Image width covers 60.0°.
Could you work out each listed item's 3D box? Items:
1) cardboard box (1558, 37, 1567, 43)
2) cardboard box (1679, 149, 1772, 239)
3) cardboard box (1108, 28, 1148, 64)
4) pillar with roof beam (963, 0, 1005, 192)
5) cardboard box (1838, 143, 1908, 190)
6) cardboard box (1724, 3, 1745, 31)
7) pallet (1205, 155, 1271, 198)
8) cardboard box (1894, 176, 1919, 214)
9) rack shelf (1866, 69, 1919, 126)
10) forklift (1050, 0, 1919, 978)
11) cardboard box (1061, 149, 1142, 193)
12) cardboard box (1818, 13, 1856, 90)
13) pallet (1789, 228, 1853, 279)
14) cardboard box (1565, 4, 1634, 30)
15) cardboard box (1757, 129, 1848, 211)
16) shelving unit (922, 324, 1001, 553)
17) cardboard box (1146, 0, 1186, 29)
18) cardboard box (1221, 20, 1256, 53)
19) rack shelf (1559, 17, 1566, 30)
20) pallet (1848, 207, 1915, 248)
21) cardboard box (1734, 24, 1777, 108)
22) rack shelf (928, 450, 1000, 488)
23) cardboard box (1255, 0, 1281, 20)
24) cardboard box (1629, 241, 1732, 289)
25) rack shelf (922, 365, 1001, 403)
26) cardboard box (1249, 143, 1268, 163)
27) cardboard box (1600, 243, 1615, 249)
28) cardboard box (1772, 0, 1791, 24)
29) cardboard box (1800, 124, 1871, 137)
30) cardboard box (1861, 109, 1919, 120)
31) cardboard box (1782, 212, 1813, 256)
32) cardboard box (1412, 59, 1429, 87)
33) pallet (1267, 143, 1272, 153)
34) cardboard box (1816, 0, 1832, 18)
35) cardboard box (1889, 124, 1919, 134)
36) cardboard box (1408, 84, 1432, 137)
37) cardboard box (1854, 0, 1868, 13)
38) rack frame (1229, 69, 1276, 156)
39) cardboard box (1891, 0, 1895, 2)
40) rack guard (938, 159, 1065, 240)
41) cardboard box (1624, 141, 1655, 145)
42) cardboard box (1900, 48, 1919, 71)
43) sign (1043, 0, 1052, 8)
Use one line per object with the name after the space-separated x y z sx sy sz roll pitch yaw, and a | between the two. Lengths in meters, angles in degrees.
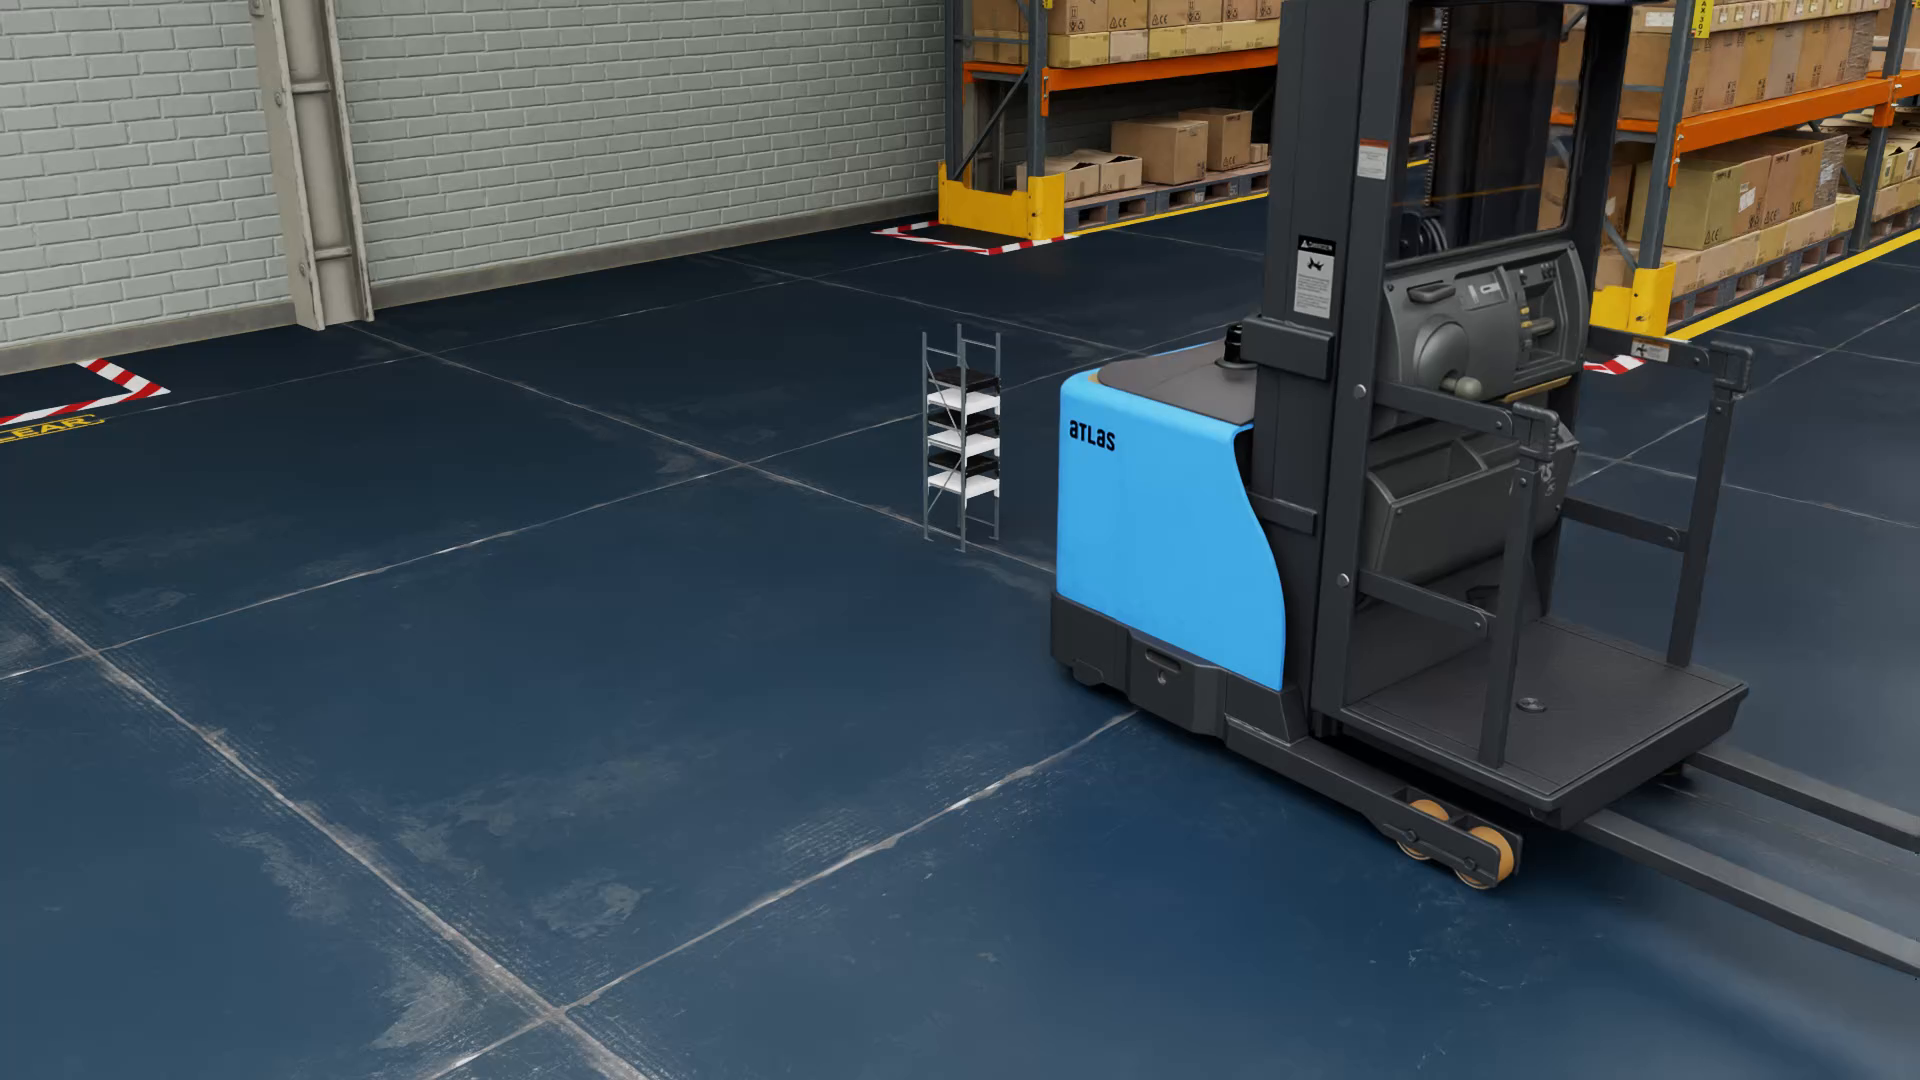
7.081 -5.588 19.844 0.750 0.750 0.750 19 28 40 | cardboard box
5.050 -2.326 11.147 0.500 0.500 0.500 19 28 41 | cardboard box
1.197 -4.082 13.694 0.500 0.250 0.500 18 28 39 | cardboard box
3.230 -6.079 10.347 9.100 9.000 0.400 19 28 41 | pillar with roof beam
7.086 -2.967 13.078 0.500 0.311 0.500 19 28 41 | cardboard box
4.615 -3.249 10.304 0.380 0.149 0.250 19 28 41 | cardboard box
2.625 -3.505 15.898 1.003 0.211 1.213 19 28 41 | pallet
7.436 -2.834 13.514 0.500 0.250 0.500 -19 28 -41 | cardboard box
8.015 -3.927 14.113 1.077 0.370 4.000 19 28 41 | rack shelf
1.643 -0.612 4.582 1.130 2.935 3.031 -17 27 -37 | forklift
1.222 -3.212 14.384 0.500 0.311 0.500 -17 27 -38 | cardboard box
5.951 -3.543 11.971 0.700 0.500 0.500 19 28 40 | cardboard box
6.035 -2.253 12.643 1.003 0.211 1.213 19 28 41 | pallet
3.959 -3.216 10.217 0.380 0.149 0.250 19 28 40 | cardboard box
6.096 -2.712 12.151 0.500 0.500 0.500 19 28 41 | cardboard box
0.006 -0.422 6.919 0.258 0.900 0.210 19 28 41 | shelving unit
1.543 -4.552 13.873 0.500 0.500 0.500 18 27 39 | cardboard box
2.261 -4.470 14.705 0.500 0.250 0.500 19 28 40 | cardboard box
7.254 -6.194 20.012 1.077 0.370 4.000 19 28 41 | rack shelf
7.106 -2.646 13.665 1.003 0.211 1.213 19 28 41 | pallet
4.878 -3.146 10.940 0.700 0.500 0.500 19 28 41 | cardboard box
0.006 -0.307 6.963 0.258 0.077 0.200 19 28 41 | rack shelf
2.616 -4.948 14.904 0.500 0.500 0.500 19 28 40 | cardboard box
4.709 -1.845 10.940 0.500 0.250 0.500 19 28 41 | cardboard box
0.006 -0.643 6.834 0.258 0.077 0.200 19 28 41 | rack shelf
2.716 -3.725 15.922 0.380 0.166 0.250 15 26 34 | cardboard box
3.992 -1.845 10.941 0.500 0.250 0.500 19 28 41 | cardboard box
5.154 -3.449 10.822 0.380 0.149 0.250 19 28 40 | cardboard box
7.405 -3.362 14.106 0.500 0.311 0.500 19 28 40 | cardboard box
8.474 -3.753 15.124 0.500 0.311 0.500 18 28 39 | cardboard box
5.759 -2.229 11.940 0.500 0.250 0.500 19 28 41 | cardboard box
4.596 -4.942 17.577 0.500 0.250 0.500 19 28 40 | cardboard box
3.610 -3.887 16.892 1.003 0.211 1.213 19 28 41 | pallet
5.697 -3.649 11.343 0.250 0.149 0.380 -19 28 -41 | cardboard box
8.158 -3.362 14.107 0.500 0.311 0.500 -19 28 -41 | cardboard box
4.624 -4.618 17.780 0.700 0.500 0.500 19 28 40 | cardboard box
6.229 -3.844 11.850 0.380 0.149 0.250 18 28 39 | cardboard box
3.068 -4.988 15.870 1.000 3.000 0.127 19 28 41 | rack frame
7.884 -4.253 13.819 0.500 0.500 0.500 19 28 41 | cardboard box
0.330 -2.812 13.694 1.175 0.500 0.348 19 28 41 | rack guard
5.027 -2.584 11.819 0.500 0.500 0.500 19 28 41 | cardboard box
7.384 -3.808 13.151 0.380 0.149 0.250 19 28 41 | cardboard box
0.666 -4.228 12.686 0.100 0.325 0.005 19 28 41 | sign
